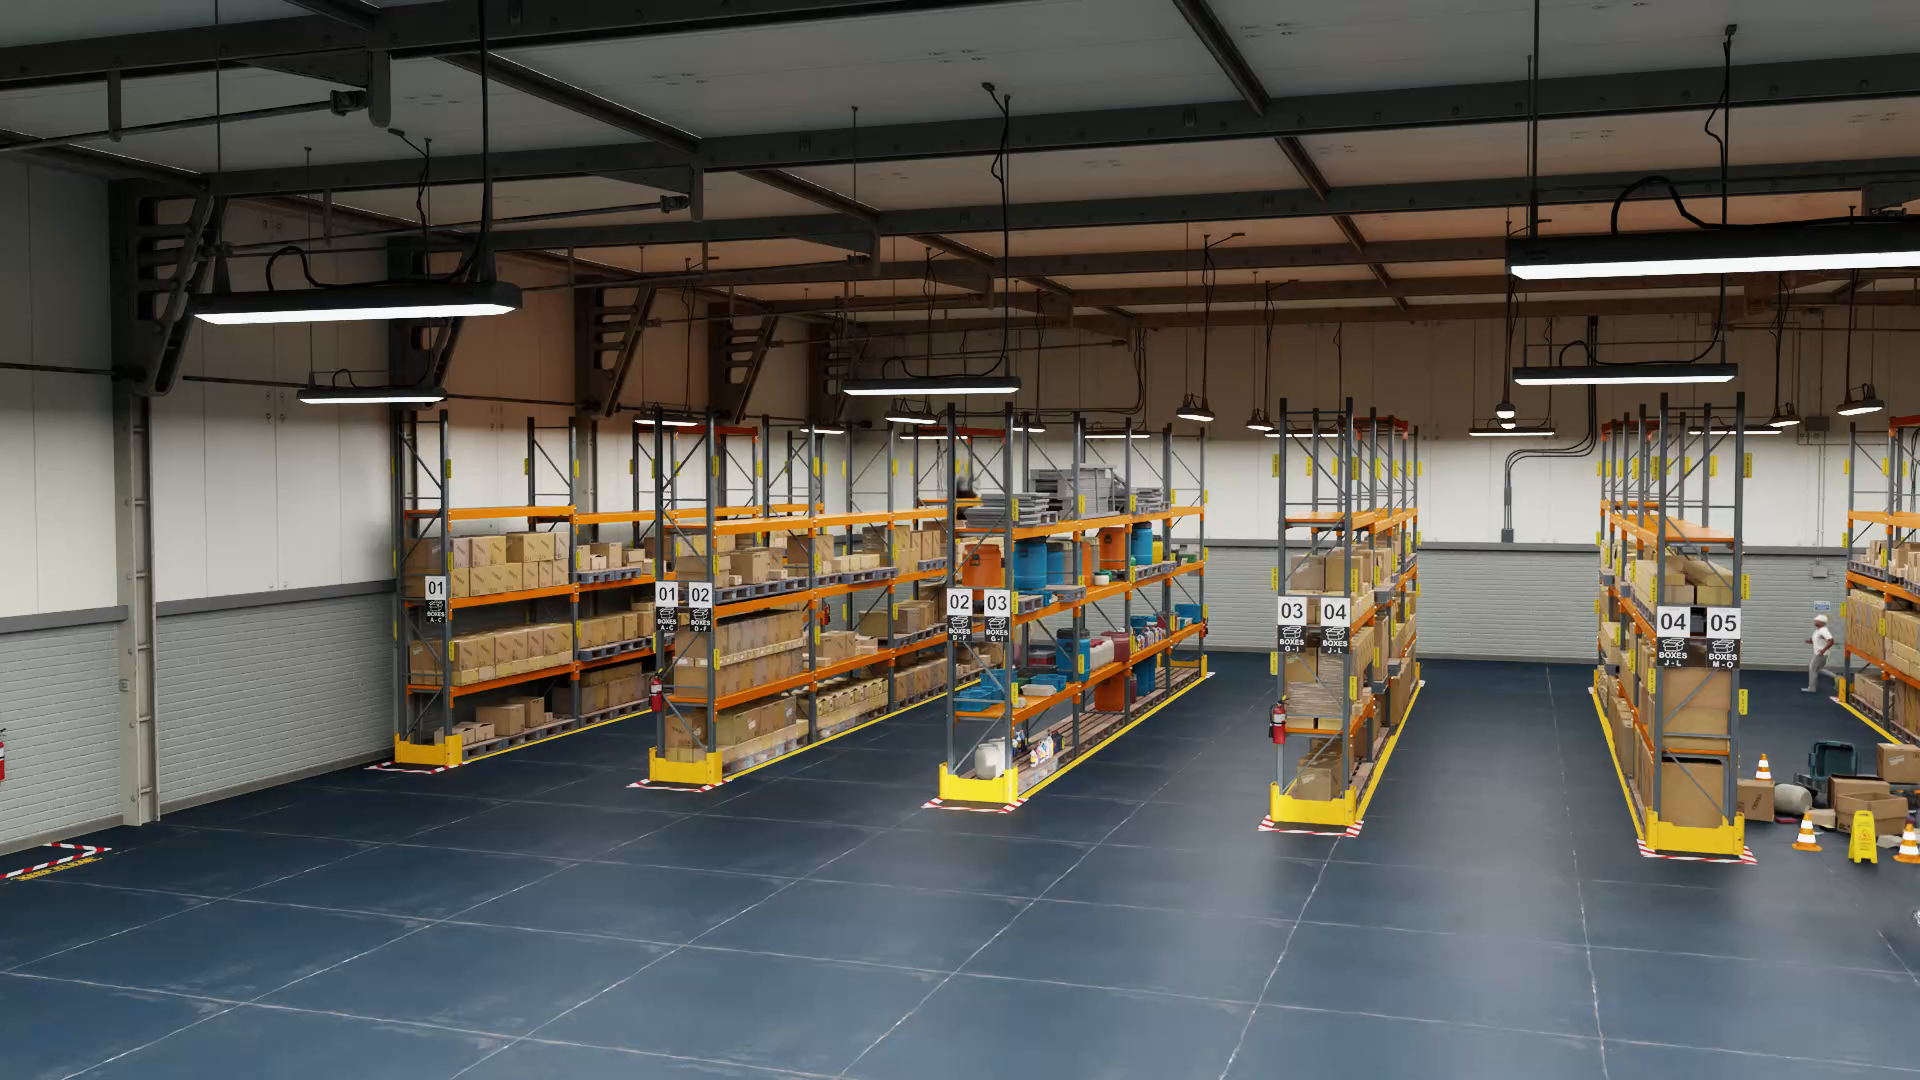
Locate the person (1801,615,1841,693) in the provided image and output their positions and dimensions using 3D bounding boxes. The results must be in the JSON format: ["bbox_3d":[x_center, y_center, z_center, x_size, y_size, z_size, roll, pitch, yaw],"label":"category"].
[{"bbox_3d":[19.203,2.539,36.997,0.857,1.748,0.713,1,3,25],"label":"person"}]

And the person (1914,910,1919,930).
[{"bbox_3d":[10.300,3.386,17.109,0.648,1.761,0.874,-1,3,-24],"label":"person"}]

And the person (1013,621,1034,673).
[{"bbox_3d":[1.333,2.333,36.735,0.588,1.696,0.620,0,2,6],"label":"person"}]
